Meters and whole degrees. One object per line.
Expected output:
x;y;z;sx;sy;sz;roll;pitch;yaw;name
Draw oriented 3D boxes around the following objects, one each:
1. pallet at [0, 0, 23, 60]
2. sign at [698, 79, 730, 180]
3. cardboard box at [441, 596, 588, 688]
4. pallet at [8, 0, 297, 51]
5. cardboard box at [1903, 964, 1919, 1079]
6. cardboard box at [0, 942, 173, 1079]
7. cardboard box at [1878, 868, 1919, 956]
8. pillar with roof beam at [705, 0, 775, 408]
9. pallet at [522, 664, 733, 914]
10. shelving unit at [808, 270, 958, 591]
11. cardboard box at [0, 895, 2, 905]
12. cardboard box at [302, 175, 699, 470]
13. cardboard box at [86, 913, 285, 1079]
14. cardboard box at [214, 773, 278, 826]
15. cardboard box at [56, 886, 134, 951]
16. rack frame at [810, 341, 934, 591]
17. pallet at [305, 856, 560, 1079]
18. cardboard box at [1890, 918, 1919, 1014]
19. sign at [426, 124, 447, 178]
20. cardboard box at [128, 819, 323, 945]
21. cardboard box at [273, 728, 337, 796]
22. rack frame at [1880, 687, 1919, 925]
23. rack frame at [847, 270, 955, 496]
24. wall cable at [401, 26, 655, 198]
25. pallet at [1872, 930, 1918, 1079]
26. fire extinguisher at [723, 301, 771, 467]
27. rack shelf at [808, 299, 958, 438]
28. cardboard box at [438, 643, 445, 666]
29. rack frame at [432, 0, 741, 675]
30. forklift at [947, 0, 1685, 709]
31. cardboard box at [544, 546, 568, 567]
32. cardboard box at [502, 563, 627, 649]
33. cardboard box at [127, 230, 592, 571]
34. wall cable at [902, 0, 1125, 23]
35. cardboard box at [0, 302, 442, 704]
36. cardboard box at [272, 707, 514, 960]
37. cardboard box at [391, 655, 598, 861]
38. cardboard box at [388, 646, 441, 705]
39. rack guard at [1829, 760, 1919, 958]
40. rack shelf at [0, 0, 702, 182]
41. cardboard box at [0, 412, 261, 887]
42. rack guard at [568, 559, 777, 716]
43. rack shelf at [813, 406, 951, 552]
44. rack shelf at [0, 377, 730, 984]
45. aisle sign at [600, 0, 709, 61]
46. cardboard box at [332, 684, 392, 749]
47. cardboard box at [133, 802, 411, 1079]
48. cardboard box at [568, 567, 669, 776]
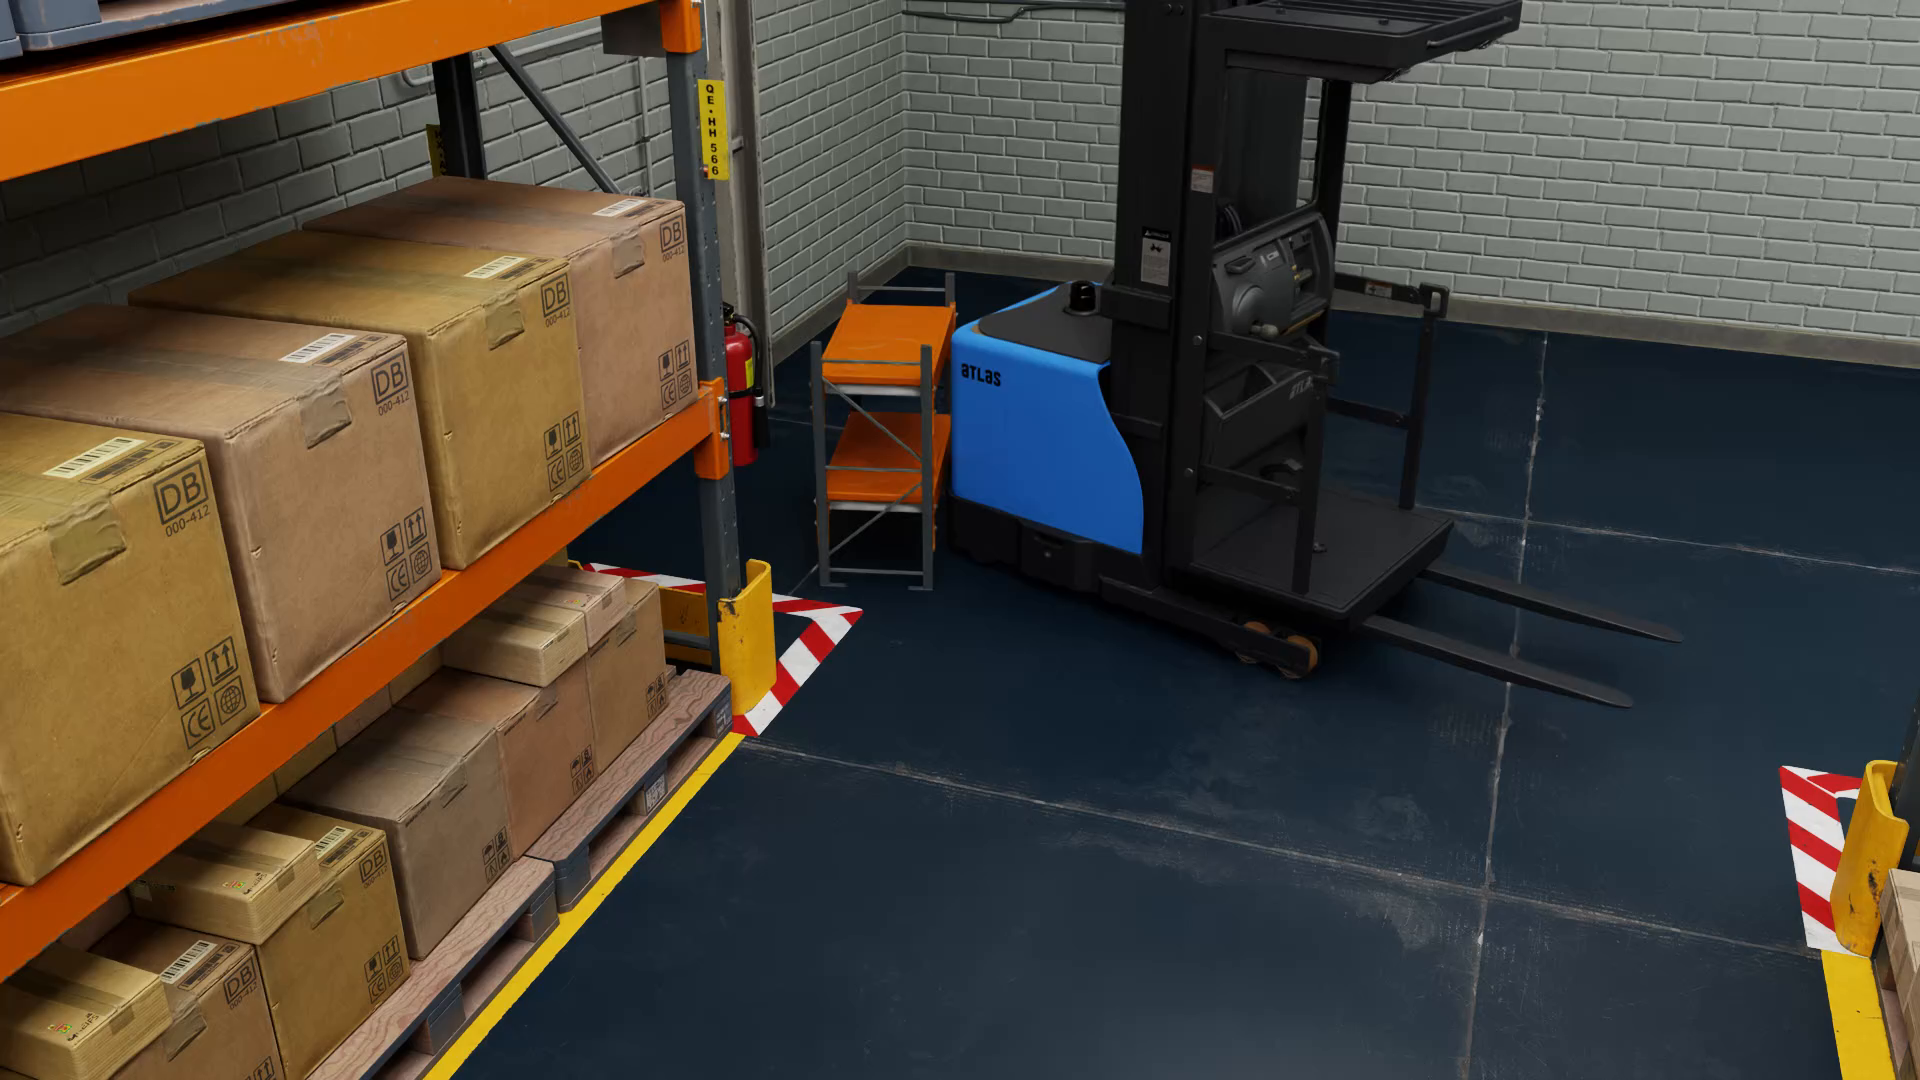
-2.375;-0.815;2.652;1.003;0.211;1.213;9;27;17;pallet
-0.819;-1.358;5.512;0.100;0.325;0.005;9;27;17;sign
-1.420;0.316;5.297;0.380;0.149;0.250;9;27;19;cardboard box
-1.967;-1.315;3.684;1.003;0.211;1.213;9;27;17;pallet
2.732;1.330;4.212;0.500;0.250;0.500;9;27;17;cardboard box
-2.025;1.067;3.747;0.380;0.149;0.250;10;27;19;cardboard box
2.883;1.110;4.782;0.380;0.149;0.250;9;27;17;cardboard box
2.817;-4.125;5.944;9.100;9.000;0.400;9;27;17;pillar with roof beam
-1.518;0.781;5.895;1.003;0.211;1.213;9;27;17;pallet
-0.321;-0.519;7.530;0.538;1.125;1.048;2;26;5;shelving unit
-2.461;0.474;2.985;0.980;0.700;0.700;9;27;18;cardboard box
-1.486;-0.738;5.489;0.980;0.700;0.700;10;28;20;cardboard box
-2.141;1.267;4.077;0.700;0.500;0.500;8;27;17;cardboard box
-2.116;0.677;4.552;0.380;0.149;0.250;8;27;17;cardboard box
-2.286;0.887;4.119;0.380;0.149;0.250;8;27;16;cardboard box
-0.367;-0.298;7.075;0.500;1.125;0.032;2;26;5;rack frame
-1.926;1.280;4.863;1.003;0.211;1.213;9;27;17;pallet
2.800;1.205;4.566;0.380;0.166;0.250;9;27;17;cardboard box
-1.847;-1.323;5.955;0.100;0.325;0.005;9;27;17;sign
-1.852;0.852;4.190;0.380;0.149;0.250;8;27;16;cardboard box
-2.032;0.573;4.767;0.380;0.149;0.250;9;27;18;cardboard box
3.347;-0.097;4.509;1.000;3.000;0.127;9;27;17;rack frame
-0.275;-0.739;7.986;0.500;1.125;0.032;2;26;5;rack frame
-1.792;-1.935;7.138;0.084;1.984;1.851;9;27;17;wall cable
3.057;1.517;4.376;1.003;0.211;1.213;9;27;17;pallet
-0.840;-0.607;6.078;0.296;0.674;0.183;9;27;17;fire extinguisher
-0.321;-0.782;7.403;0.538;0.278;1.000;2;26;5;rack shelf
-1.779;0.260;5.413;0.380;0.149;0.250;9;27;18;cardboard box
-1.326;-0.814;5.990;1.000;3.000;0.127;9;27;17;rack frame
1.419;-1.032;6.517;3.031;2.935;1.130;19;31;33;forklift
-1.611;0.052;5.844;0.380;0.149;0.250;9;27;18;cardboard box
-1.335;0.211;5.514;0.380;0.149;0.250;8;27;17;cardboard box
-1.718;-0.438;4.868;0.980;0.700;0.700;9;27;17;cardboard box
0.893;-4.389;10.053;3.097;2.526;0.112;9;27;17;wall cable
-1.980;-0.126;4.223;0.980;0.700;0.700;7;27;15;cardboard box
-1.798;0.836;4.967;0.700;0.500;0.500;8;27;16;cardboard box
-1.631;0.630;5.394;0.700;0.500;0.500;9;27;17;cardboard box
-1.863;0.363;5.201;0.380;0.149;0.250;9;27;18;cardboard box
3.322;1.059;4.989;1.175;0.500;0.348;9;27;17;rack guard
-1.991;-1.019;3.795;1.077;0.370;4.000;9;27;17;rack shelf
-2.213;0.175;3.603;0.980;0.700;0.700;8;27;16;cardboard box
-1.318;0.301;6.555;1.175;0.500;0.348;9;27;17;rack guard
-0.321;-0.299;7.637;0.538;0.278;1.000;2;26;5;rack shelf
-1.991;0.331;4.449;1.077;0.370;4.000;9;27;17;rack shelf
-1.019;-1.970;5.394;0.394;0.787;0.004;9;27;17;aisle sign
-1.947;0.467;4.985;0.380;0.149;0.250;9;27;18;cardboard box
-1.968;1.057;4.512;0.700;0.500;0.500;9;27;19;cardboard box
-1.464;0.424;5.819;0.700;0.500;0.500;9;27;17;cardboard box
